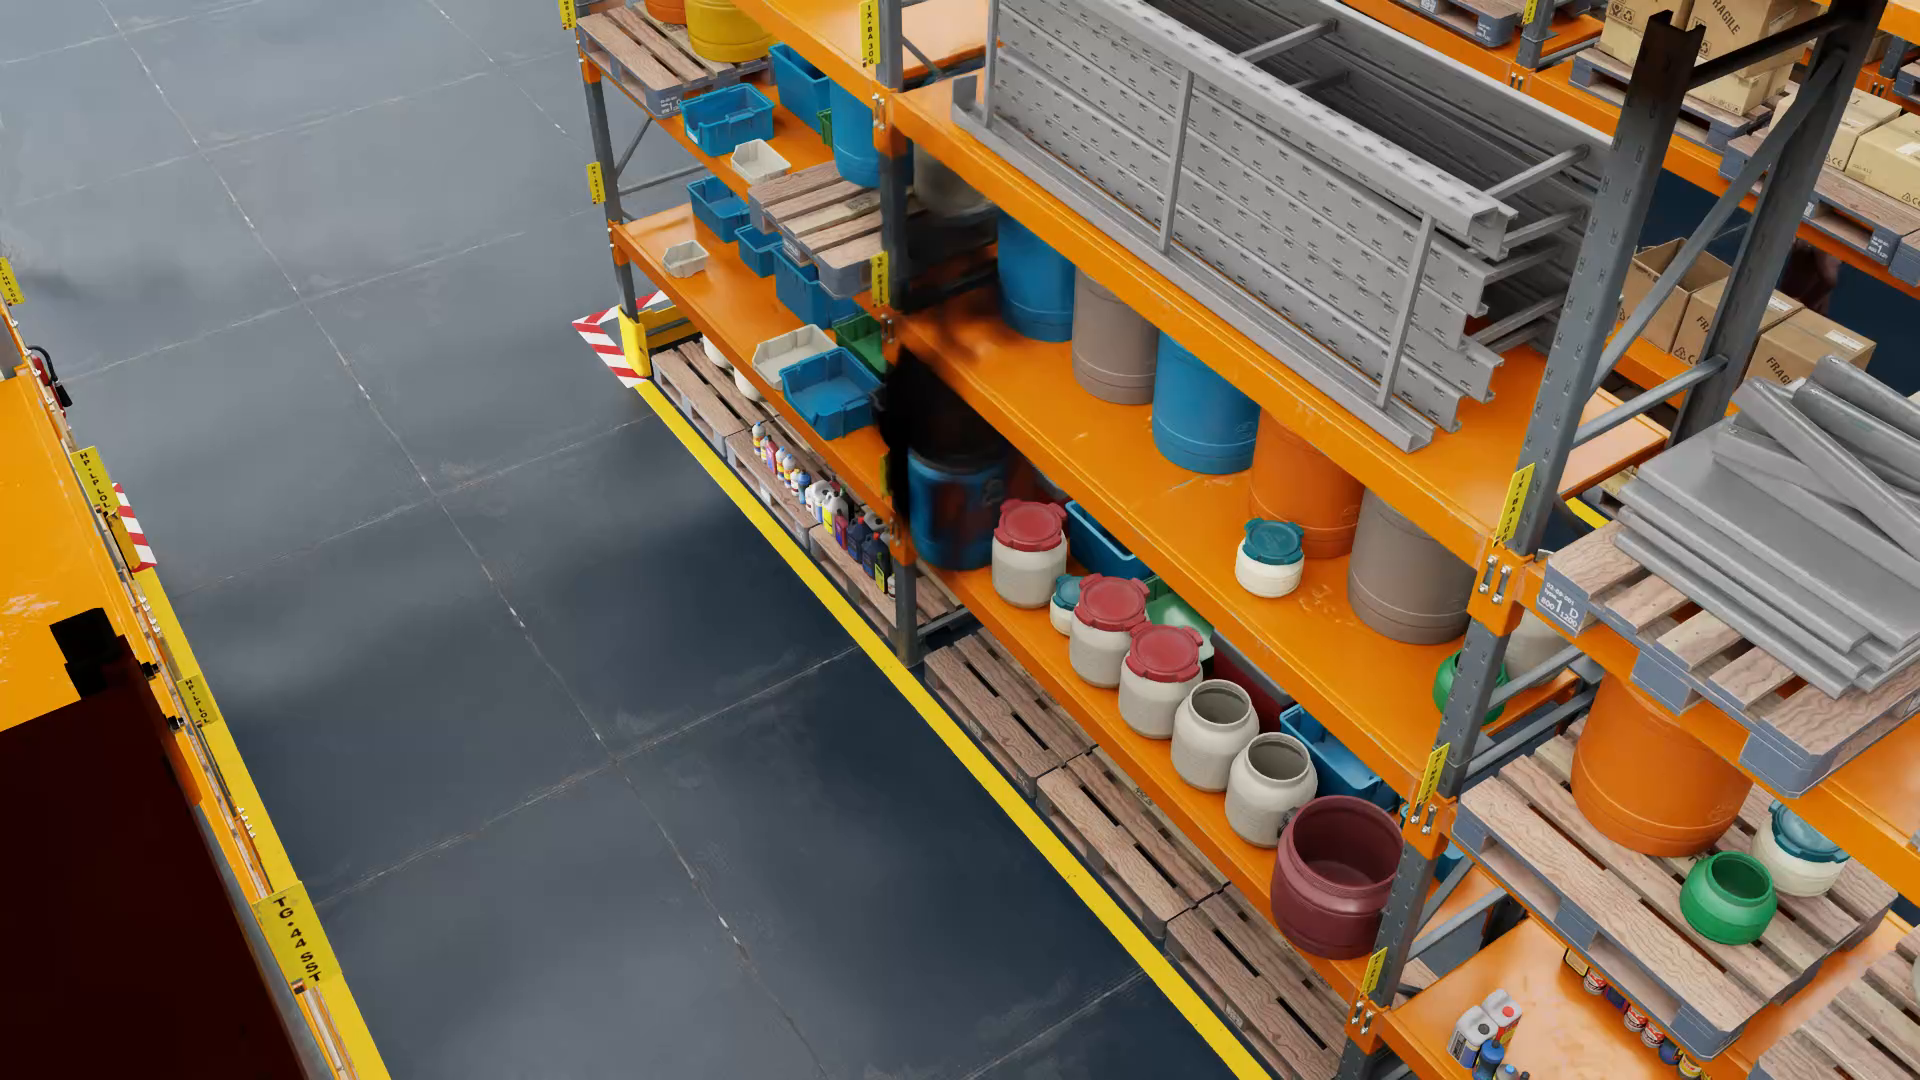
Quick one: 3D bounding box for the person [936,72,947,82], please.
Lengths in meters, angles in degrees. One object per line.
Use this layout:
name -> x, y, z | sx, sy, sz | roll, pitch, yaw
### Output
person -> -0.531, -4.912, 15.806 | 0.886, 1.781, 0.664 | -2, 43, -2

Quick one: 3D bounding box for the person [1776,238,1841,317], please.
person -> 6.271, -1.744, 12.358 | 0.678, 1.843, 0.863 | -25, 48, -24
